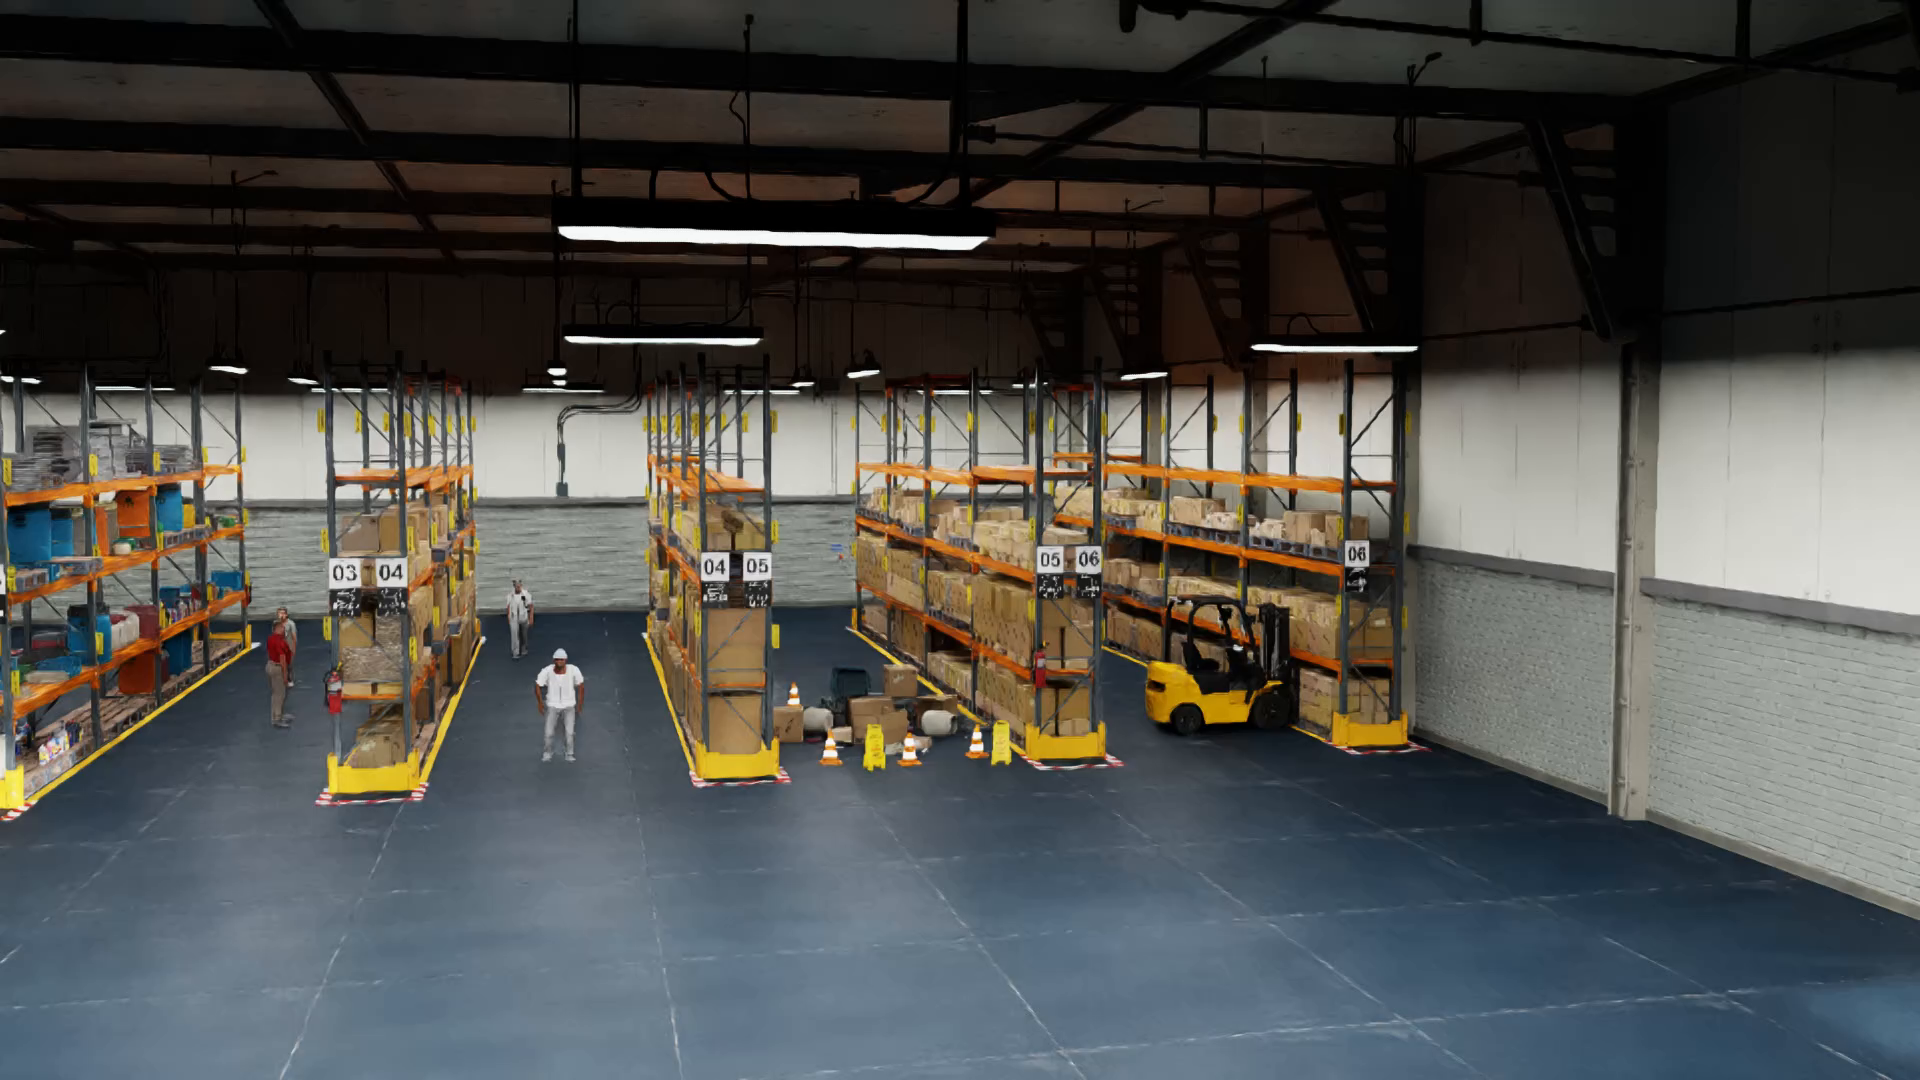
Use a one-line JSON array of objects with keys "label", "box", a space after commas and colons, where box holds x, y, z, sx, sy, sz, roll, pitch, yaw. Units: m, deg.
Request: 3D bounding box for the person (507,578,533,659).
[{"label": "person", "box": [-9.425, 1.663, 35.638, 0.556, 1.712, 1.040, -1, 4, -14]}]

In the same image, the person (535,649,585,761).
[{"label": "person", "box": [-5.915, 2.444, 24.588, 0.719, 1.714, 0.578, -1, 4, -14]}]

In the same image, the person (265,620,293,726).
[{"label": "person", "box": [-11.293, 2.198, 27.676, 0.474, 1.739, 0.628, -4, 5, -43]}]

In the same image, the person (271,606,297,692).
[{"label": "person", "box": [-12.660, 2.023, 31.159, 0.445, 1.591, 1.110, -1, 4, -15]}]
